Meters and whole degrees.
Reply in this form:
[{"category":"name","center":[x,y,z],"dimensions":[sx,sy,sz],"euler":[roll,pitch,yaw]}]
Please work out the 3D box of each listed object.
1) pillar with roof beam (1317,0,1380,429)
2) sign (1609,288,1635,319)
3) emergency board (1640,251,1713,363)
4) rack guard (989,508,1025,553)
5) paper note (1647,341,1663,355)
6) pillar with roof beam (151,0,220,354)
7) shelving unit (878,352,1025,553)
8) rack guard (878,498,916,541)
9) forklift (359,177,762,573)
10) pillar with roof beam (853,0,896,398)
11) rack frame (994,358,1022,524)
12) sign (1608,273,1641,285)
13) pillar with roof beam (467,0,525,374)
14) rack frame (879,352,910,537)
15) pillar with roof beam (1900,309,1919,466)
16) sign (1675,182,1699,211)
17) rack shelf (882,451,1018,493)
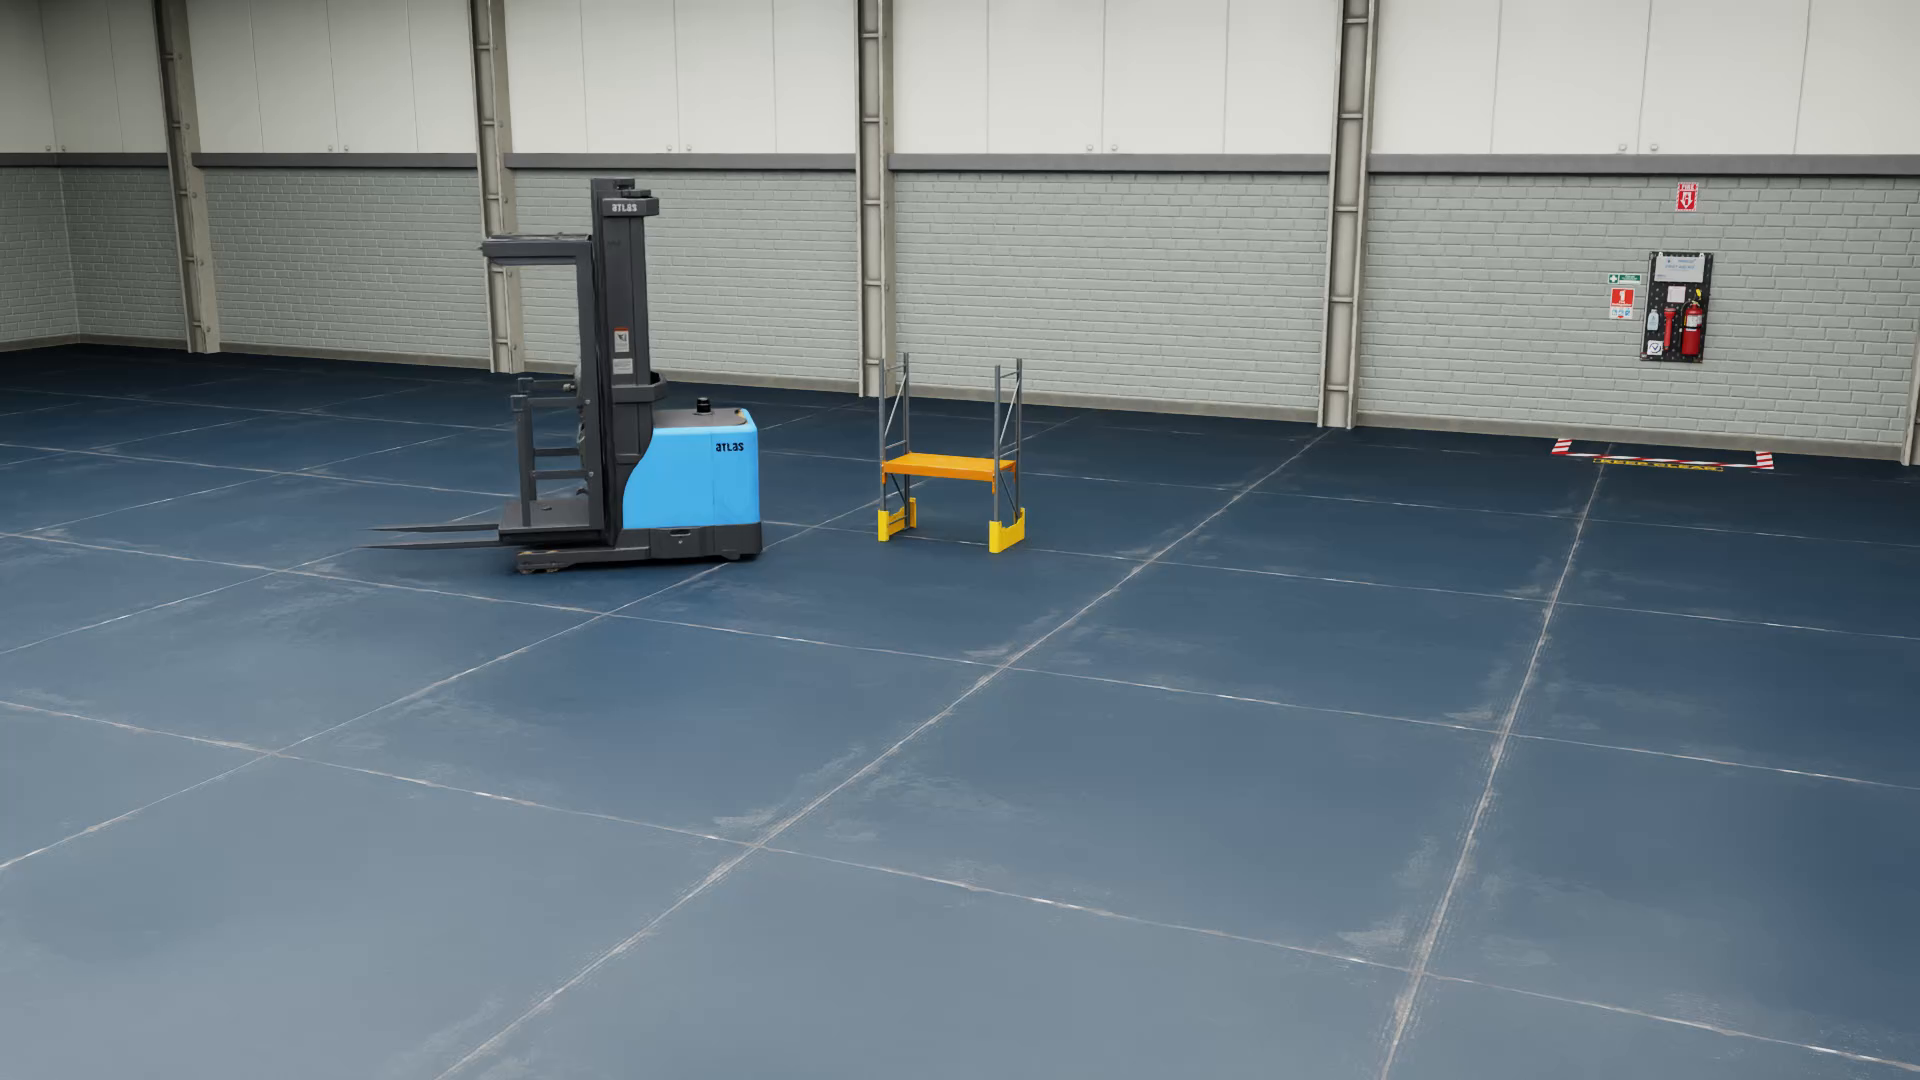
[{"category":"pillar with roof beam","center":[2.662,-4.816,14.582],"dimensions":[0.400,9.000,9.100],"euler":[6,14,23]},{"category":"sign","center":[7.184,-2.566,18.048],"dimensions":[0.234,0.329,0.001],"euler":[6,14,23]},{"category":"emergency board","center":[7.648,-2.476,17.742],"dimensions":[0.643,1.169,0.194],"euler":[6,14,23]},{"category":"rack guard","center":[0.386,-0.083,13.560],"dimensions":[0.087,0.250,0.587],"euler":[6,14,23]},{"category":"paper note","center":[7.514,-2.078,17.974],"dimensions":[0.142,0.148,0.016],"euler":[6,14,23]},{"category":"pillar with roof beam","center":[-13.795,-6.482,21.680],"dimensions":[0.400,9.000,9.100],"euler":[6,14,23]},{"category":"shelving unit","center":[-0.070,-0.737,13.614],"dimensions":[1.083,1.500,0.587],"euler":[6,14,23]},{"category":"rack guard","center":[-0.525,-0.175,13.953],"dimensions":[0.087,0.250,0.587],"euler":[6,14,23]},{"category":"forklift","center":[-3.126,-1.303,12.893],"dimensions":[3.031,2.935,1.130],"euler":[-3,13,-11]},{"category":"pillar with roof beam","center":[-2.824,-5.372,16.948],"dimensions":[0.400,9.000,9.100],"euler":[6,14,23]},{"category":"rack frame","center":[0.387,-0.691,13.417],"dimensions":[0.032,1.500,0.500],"euler":[6,14,23]},{"category":"sign","center":[7.184,-2.822,17.978],"dimensions":[0.331,0.109,0.001],"euler":[6,14,23]},{"category":"pillar with roof beam","center":[-8.310,-5.927,19.314],"dimensions":[0.400,9.000,9.100],"euler":[6,14,23]},{"category":"rack frame","center":[-0.543,-0.785,13.818],"dimensions":[0.032,1.500,0.500],"euler":[6,14,23]},{"category":"pillar with roof beam","center":[8.148,-4.261,12.216],"dimensions":[0.400,9.000,9.100],"euler":[6,14,23]},{"category":"sign","center":[7.681,-3.626,17.569],"dimensions":[0.199,0.298,0.001],"euler":[6,14,23]},{"category":"rack shelf","center":[-0.078,-0.563,13.658],"dimensions":[1.000,0.185,0.538],"euler":[6,14,23]}]
